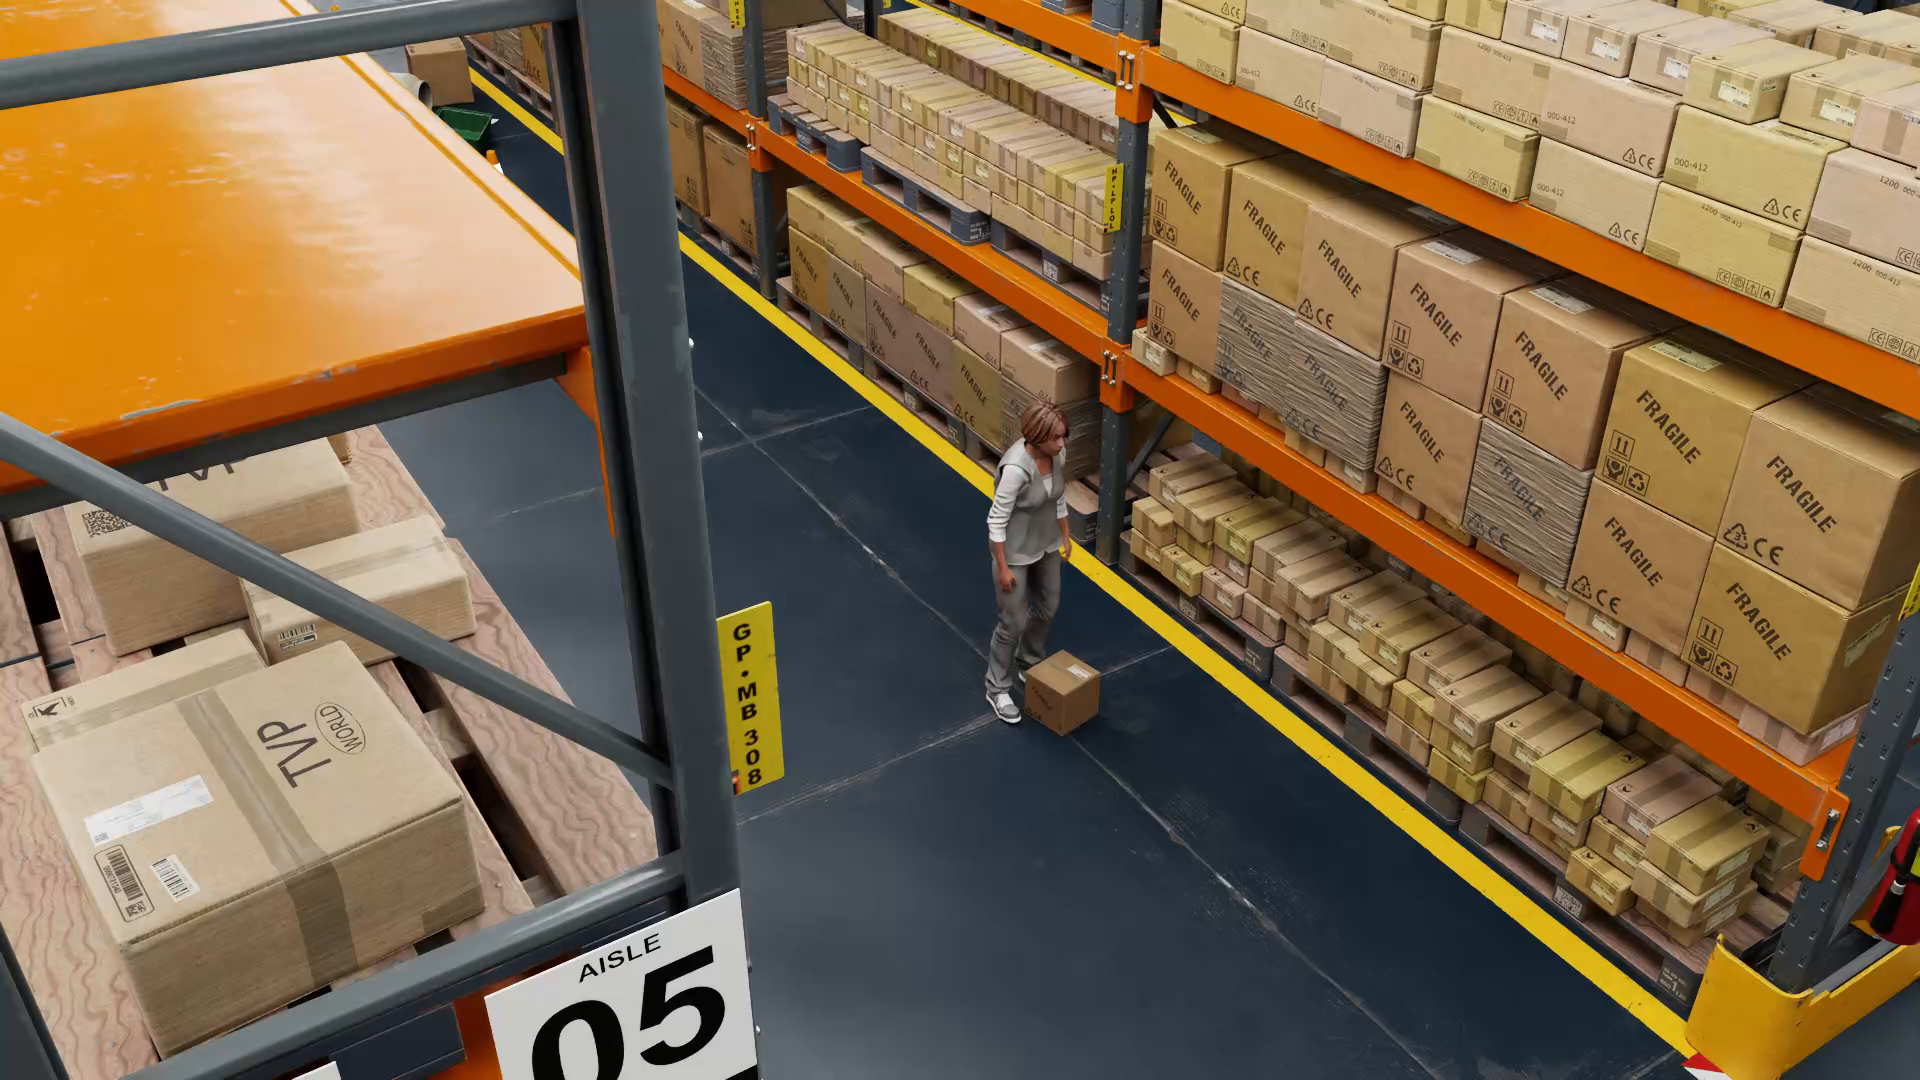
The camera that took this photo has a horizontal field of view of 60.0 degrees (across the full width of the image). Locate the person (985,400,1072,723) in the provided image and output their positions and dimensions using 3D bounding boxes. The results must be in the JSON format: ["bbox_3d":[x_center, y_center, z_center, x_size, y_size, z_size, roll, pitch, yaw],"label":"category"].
[{"bbox_3d":[0.314,0.065,7.606,0.484,1.594,0.341,-28,42,-35],"label":"person"}]
